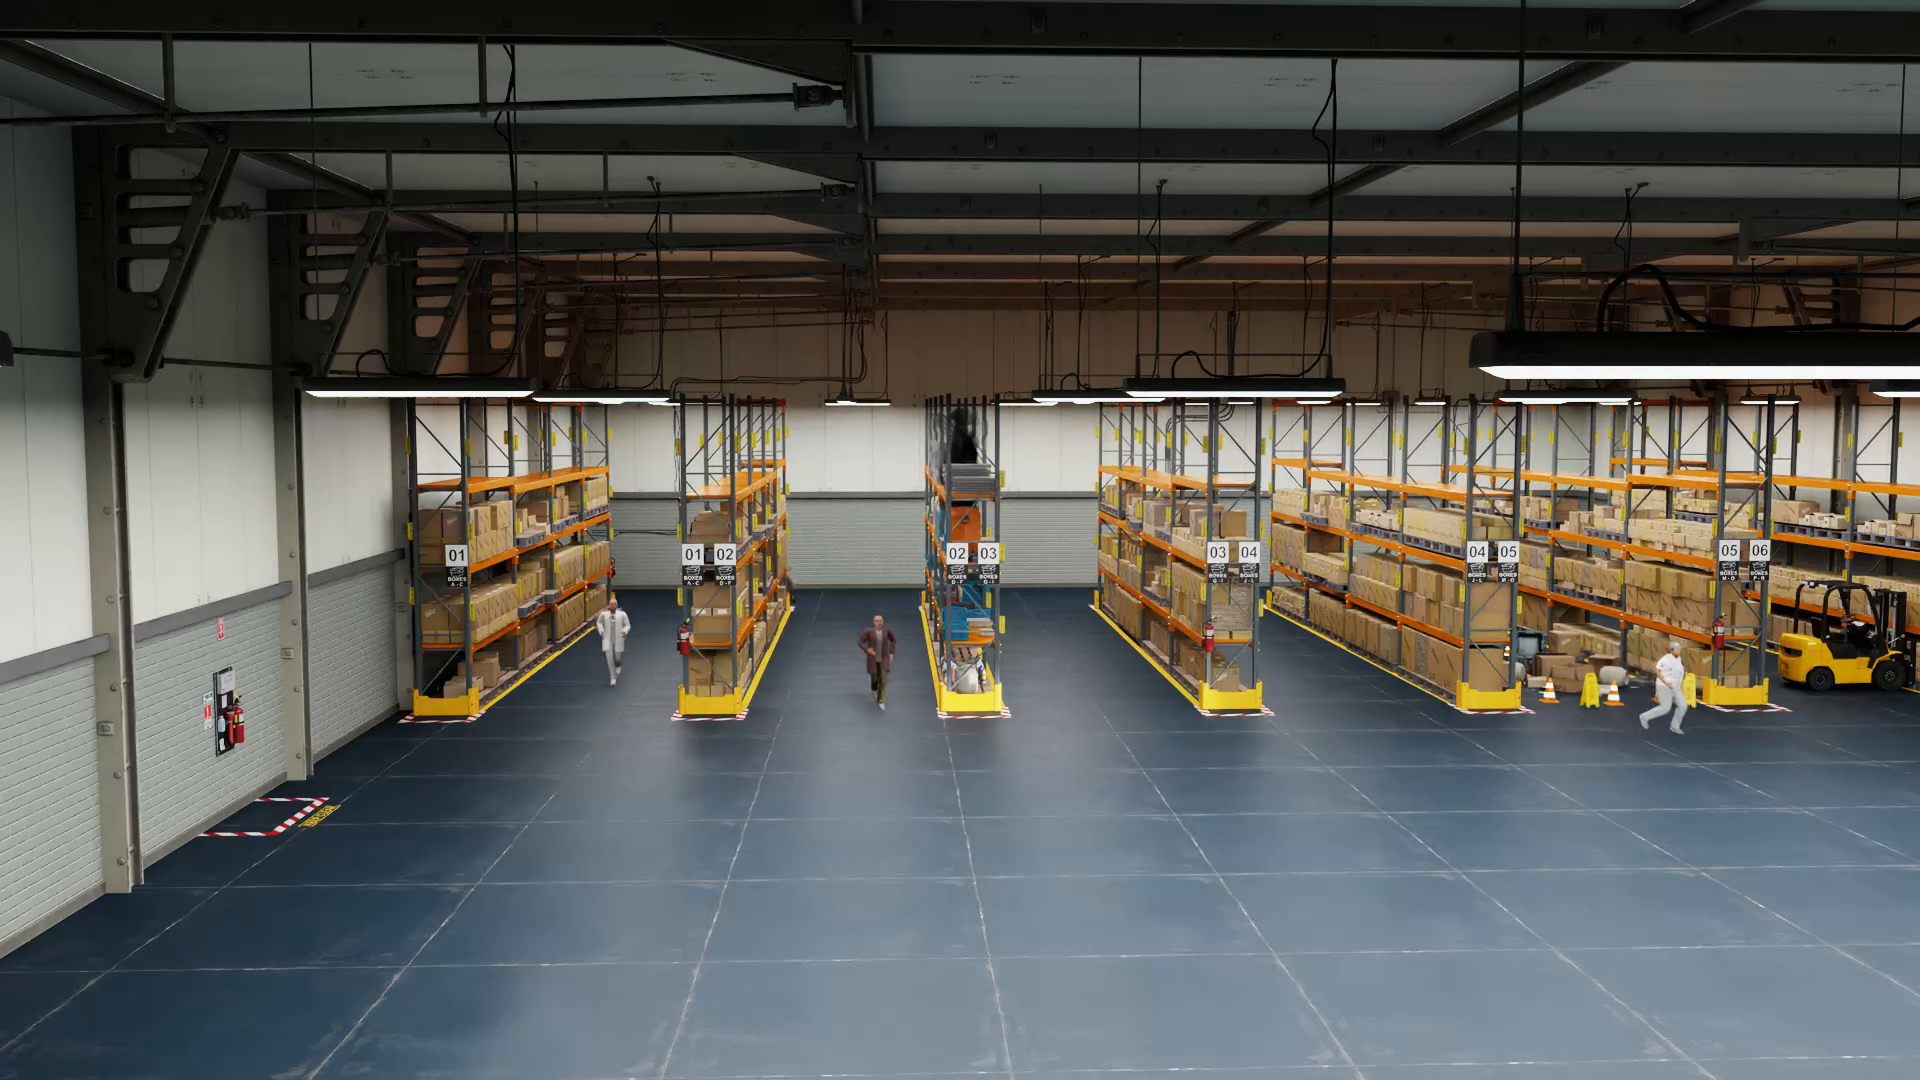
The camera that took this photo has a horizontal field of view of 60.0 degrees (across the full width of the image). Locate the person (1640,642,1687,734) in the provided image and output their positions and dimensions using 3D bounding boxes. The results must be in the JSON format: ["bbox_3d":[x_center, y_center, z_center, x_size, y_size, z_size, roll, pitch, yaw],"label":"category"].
[{"bbox_3d":[12.501,2.620,29.454,0.657,1.669,0.717,-4,6,-44],"label":"person"}]

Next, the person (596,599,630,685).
[{"bbox_3d":[-7.259,2.111,34.809,0.711,1.765,0.880,-1,5,-8],"label":"person"}]

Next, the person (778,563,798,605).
[{"bbox_3d":[-5.192,1.046,48.478,0.826,1.759,0.659,1,5,9],"label":"person"}]

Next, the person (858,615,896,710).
[{"bbox_3d":[-1.585,2.335,32.039,0.747,1.788,0.886,-1,5,-9],"label":"person"}]
